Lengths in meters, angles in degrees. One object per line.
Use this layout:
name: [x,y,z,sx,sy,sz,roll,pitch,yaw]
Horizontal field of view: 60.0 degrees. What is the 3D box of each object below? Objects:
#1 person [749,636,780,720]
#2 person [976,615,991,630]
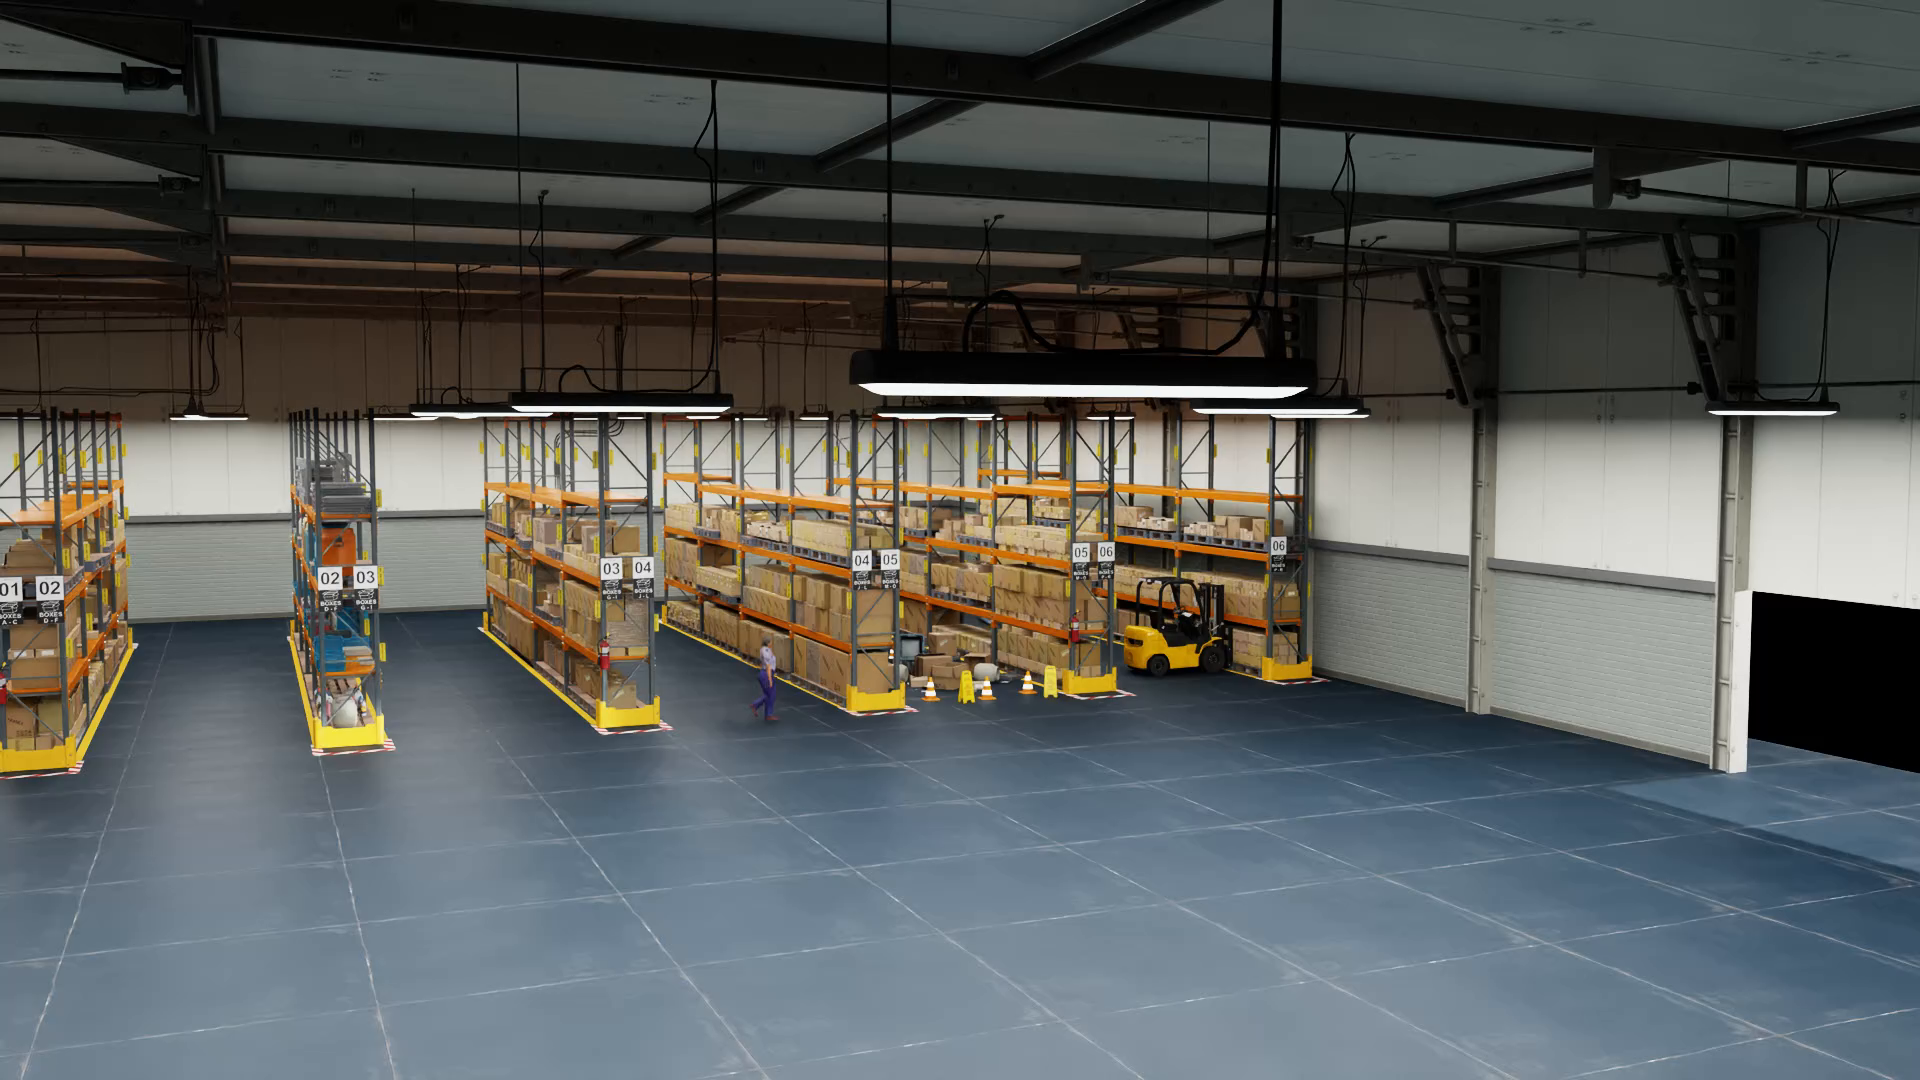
person: [-3.754,2.649,31.992,0.566,1.622,0.479,0,4,-7]
person: [0.712,1.626,44.582,0.711,1.592,0.649,4,5,43]
